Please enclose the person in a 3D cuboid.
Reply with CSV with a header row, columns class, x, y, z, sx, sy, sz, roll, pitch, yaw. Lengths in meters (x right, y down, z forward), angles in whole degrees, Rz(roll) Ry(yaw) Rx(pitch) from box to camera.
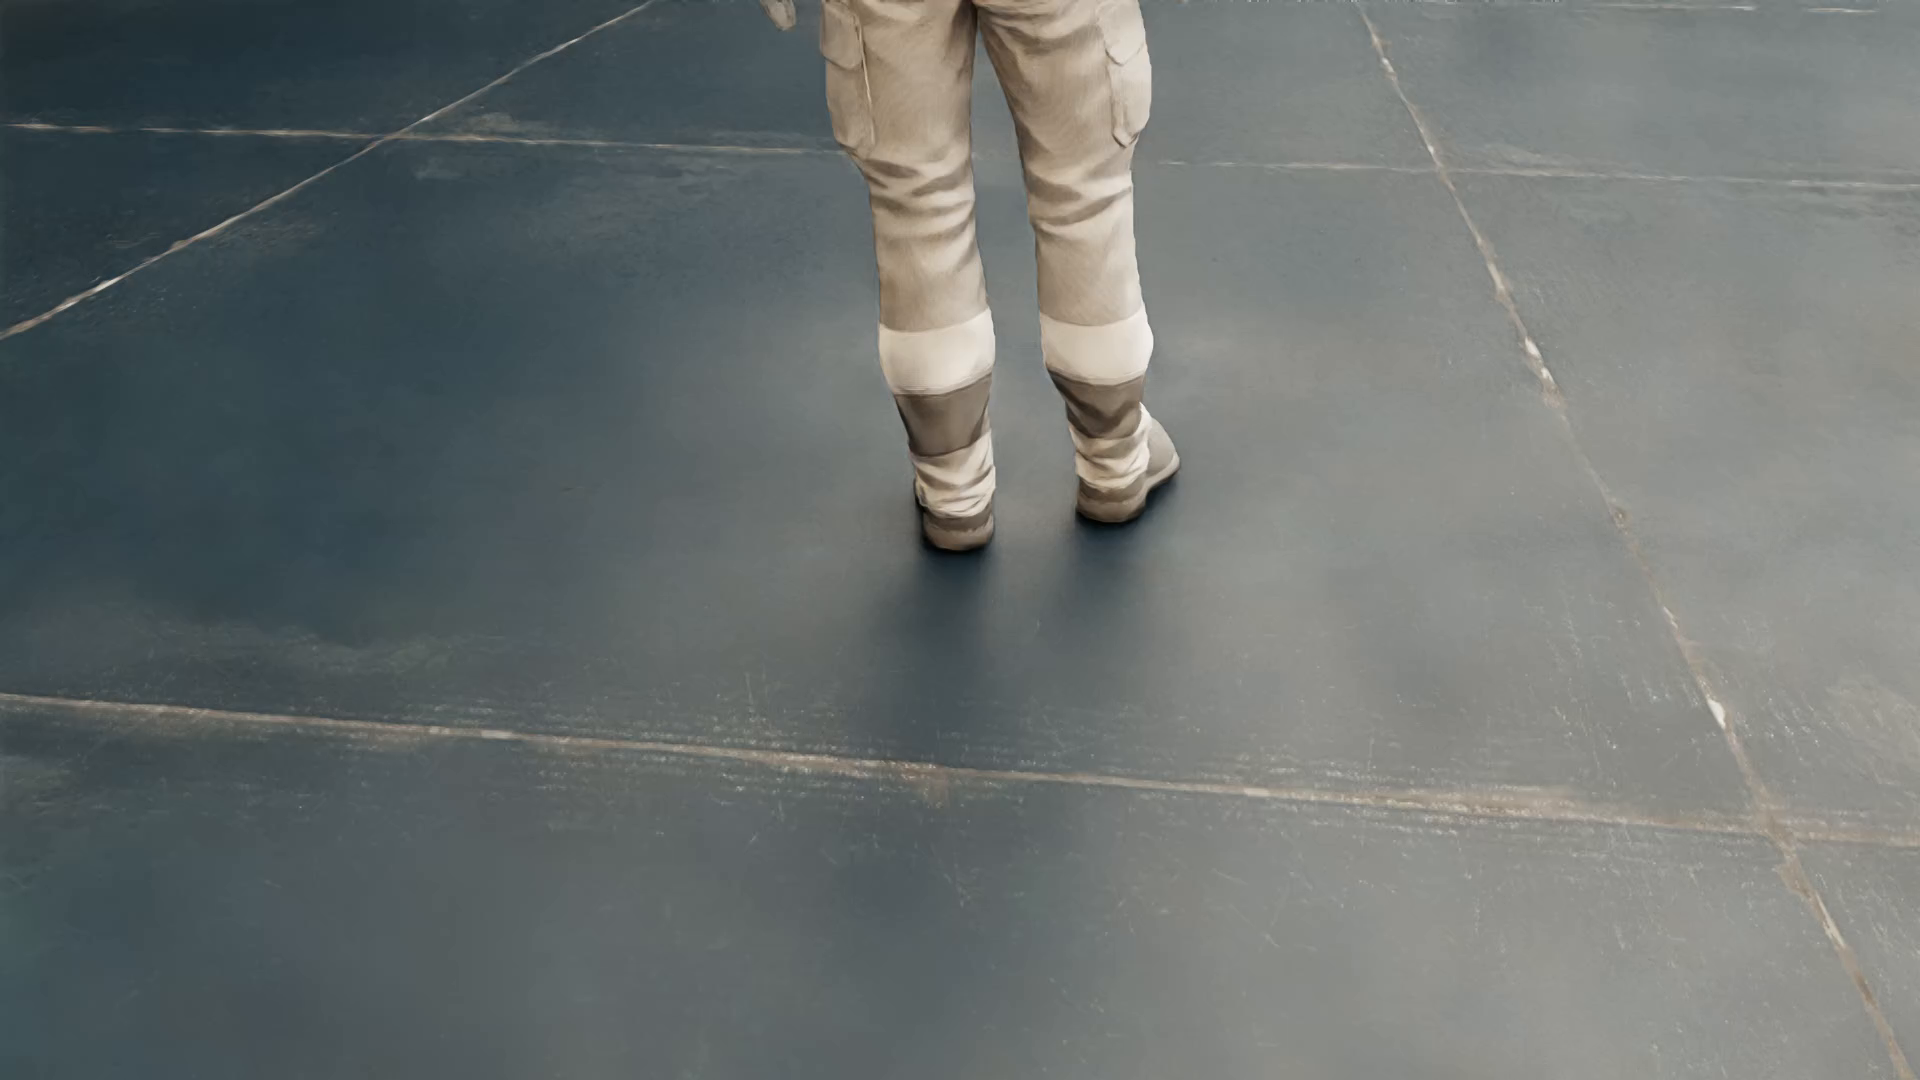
class,x,y,z,sx,sy,sz,roll,pitch,yaw
person,0.022,-0.842,2.168,0.637,1.787,0.563,3,27,7
